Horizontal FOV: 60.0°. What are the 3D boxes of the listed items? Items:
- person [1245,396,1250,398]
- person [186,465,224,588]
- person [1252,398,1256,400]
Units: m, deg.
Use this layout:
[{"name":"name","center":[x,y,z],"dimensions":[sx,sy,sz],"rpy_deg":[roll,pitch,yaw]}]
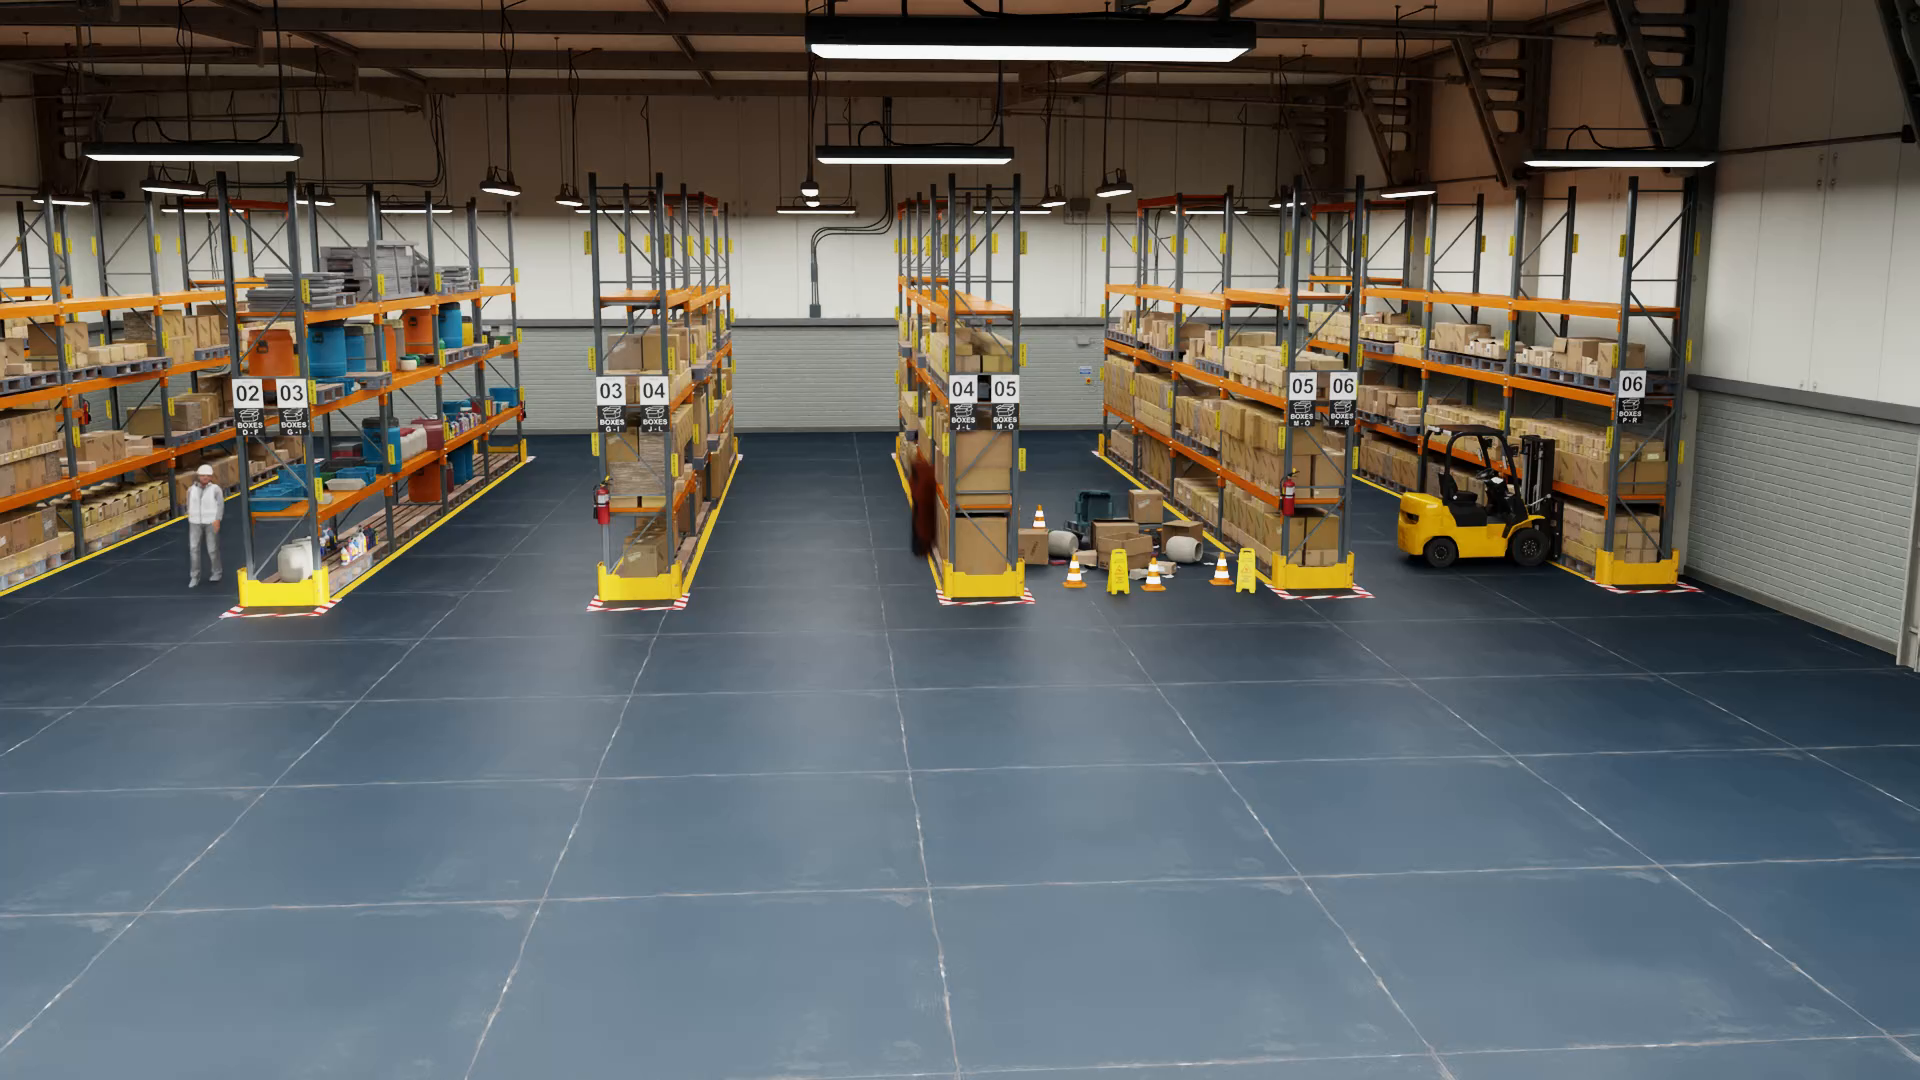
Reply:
[{"name":"person","center":[7.249,-3.184,41.972],"dimensions":[0.923,1.624,0.459],"rpy_deg":[-2,10,-9]},{"name":"person","center":[-11.341,-0.214,24.919],"dimensions":[0.564,1.797,0.676],"rpy_deg":[-2,10,-8]},{"name":"person","center":[7.888,-3.737,44.989],"dimensions":[0.593,1.659,0.433],"rpy_deg":[-3,11,-19]}]
